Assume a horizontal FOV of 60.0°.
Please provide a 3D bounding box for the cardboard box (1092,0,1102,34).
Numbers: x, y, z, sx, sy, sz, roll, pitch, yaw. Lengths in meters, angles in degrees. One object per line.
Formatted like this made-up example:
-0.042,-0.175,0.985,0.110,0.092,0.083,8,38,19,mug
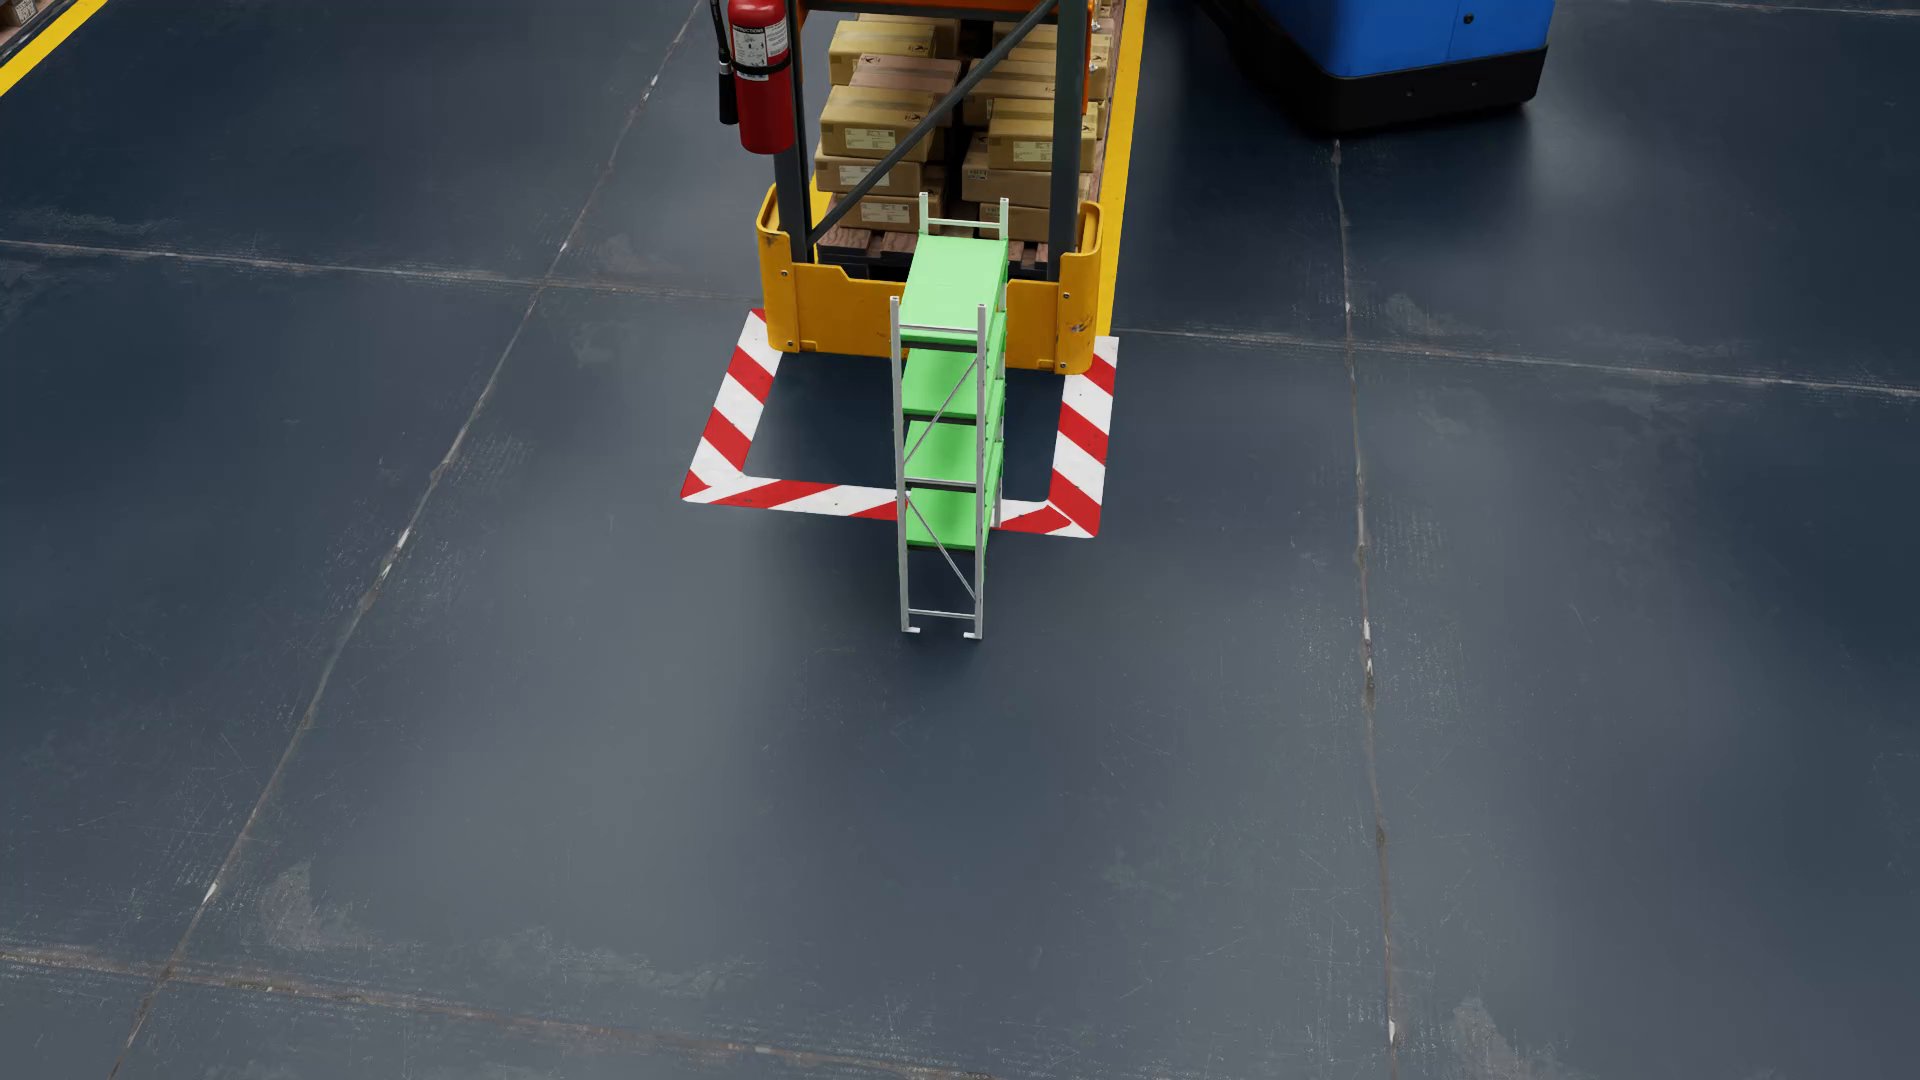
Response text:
0.371,-2.166,6.691,0.380,0.149,0.250,7,44,7,cardboard box

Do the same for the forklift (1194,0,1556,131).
1.573,-3.801,7.133,1.130,2.935,3.031,-12,45,-12,forklift

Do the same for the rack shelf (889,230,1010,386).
-0.022,-0.625,4.432,0.258,0.148,0.480,5,44,6,rack shelf

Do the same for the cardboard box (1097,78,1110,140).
0.399,-1.748,6.683,0.380,0.149,0.250,6,44,6,cardboard box

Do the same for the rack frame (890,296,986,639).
-0.054,-0.156,4.543,0.240,1.200,0.015,5,44,6,rack frame

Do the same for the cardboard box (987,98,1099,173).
0.297,-1.442,5.927,0.380,0.149,0.250,3,44,4,cardboard box

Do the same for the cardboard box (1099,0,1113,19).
0.468,-2.284,7.248,0.380,0.149,0.250,5,44,6,cardboard box

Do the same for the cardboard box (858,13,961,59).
-0.195,-2.025,6.542,0.380,0.149,0.250,4,44,4,cardboard box

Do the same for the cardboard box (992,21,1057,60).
0.325,-1.978,6.493,0.380,0.149,0.250,3,44,3,cardboard box

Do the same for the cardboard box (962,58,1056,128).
0.214,-1.641,6.137,0.380,0.149,0.250,6,44,6,cardboard box

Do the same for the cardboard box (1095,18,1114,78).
0.457,-2.093,7.046,0.380,0.149,0.250,3,44,3,cardboard box

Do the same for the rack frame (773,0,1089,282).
-0.109,-1.783,4.951,1.000,3.000,0.127,5,44,6,rack frame

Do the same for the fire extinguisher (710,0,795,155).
-0.600,-1.490,4.969,0.296,0.674,0.183,5,44,6,fire extinguisher

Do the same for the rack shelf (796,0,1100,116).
0.155,-2.885,6.638,1.077,0.370,4.000,5,44,6,rack shelf

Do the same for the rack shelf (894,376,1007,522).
-0.022,-0.276,4.762,0.258,0.148,0.480,5,44,6,rack shelf

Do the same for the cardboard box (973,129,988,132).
0.257,-1.584,6.509,0.380,0.149,0.250,6,44,6,cardboard box

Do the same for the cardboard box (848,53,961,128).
-0.201,-1.666,6.163,0.380,0.149,0.250,6,44,6,cardboard box

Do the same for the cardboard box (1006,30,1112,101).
0.374,-1.801,6.306,0.380,0.149,0.250,5,44,5,cardboard box

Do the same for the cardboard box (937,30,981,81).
-0.118,-1.922,6.650,0.380,0.149,0.250,5,44,5,cardboard box

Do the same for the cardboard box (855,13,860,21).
-0.215,-2.213,6.741,0.380,0.149,0.250,7,44,7,cardboard box

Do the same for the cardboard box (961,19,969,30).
-0.148,-2.275,7.023,0.380,0.149,0.250,7,44,8,cardboard box

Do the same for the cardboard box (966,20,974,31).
-0.145,-2.168,7.126,0.380,0.149,0.250,6,44,6,cardboard box

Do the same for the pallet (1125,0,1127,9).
0.366,-3.036,8.302,1.003,0.211,1.213,5,44,6,pallet

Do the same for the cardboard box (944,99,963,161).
-0.193,-1.635,6.563,0.380,0.149,0.250,5,44,5,cardboard box

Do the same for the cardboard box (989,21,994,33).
0.328,-2.241,6.987,0.380,0.149,0.250,7,44,8,cardboard box

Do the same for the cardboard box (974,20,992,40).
-0.038,-2.333,7.301,0.380,0.149,0.250,6,44,7,cardboard box

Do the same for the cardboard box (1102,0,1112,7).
0.451,-2.341,6.876,0.380,0.149,0.250,6,44,6,cardboard box

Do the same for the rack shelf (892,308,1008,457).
-0.022,-0.451,4.597,0.258,0.148,0.480,5,44,6,rack shelf

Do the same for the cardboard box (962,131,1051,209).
0.214,-1.342,6.037,0.380,0.149,0.250,7,44,7,cardboard box

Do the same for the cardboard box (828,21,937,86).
-0.292,-1.854,6.362,0.380,0.149,0.250,4,44,5,cardboard box

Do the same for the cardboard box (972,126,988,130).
0.251,-1.698,6.414,0.380,0.149,0.250,6,44,6,cardboard box

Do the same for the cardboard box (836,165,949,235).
-0.247,-1.278,6.186,0.380,0.149,0.250,6,44,6,cardboard box

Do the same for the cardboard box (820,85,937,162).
-0.291,-1.500,5.988,0.380,0.149,0.250,6,44,6,cardboard box

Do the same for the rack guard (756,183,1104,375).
-0.099,-0.927,5.865,1.175,0.500,0.348,5,44,6,rack guard

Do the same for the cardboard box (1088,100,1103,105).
0.393,-1.863,6.588,0.380,0.149,0.250,7,44,7,cardboard box

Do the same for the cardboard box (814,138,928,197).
-0.323,-1.394,6.092,0.380,0.149,0.250,4,44,4,cardboard box

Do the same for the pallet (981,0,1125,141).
0.207,-2.202,7.422,1.003,0.211,1.213,5,44,6,pallet

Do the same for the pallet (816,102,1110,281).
0.043,-1.373,6.546,1.003,0.211,1.213,5,44,6,pallet

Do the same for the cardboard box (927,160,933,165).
-0.313,-1.462,6.381,0.380,0.149,0.250,6,44,7,cardboard box

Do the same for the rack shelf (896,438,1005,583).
-0.022,-0.102,4.927,0.258,0.148,0.480,5,44,6,rack shelf

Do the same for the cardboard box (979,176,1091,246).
0.277,-1.228,6.134,0.380,0.149,0.250,6,44,6,cardboard box

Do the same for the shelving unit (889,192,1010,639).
-0.022,-0.323,4.718,0.258,1.200,0.503,5,44,6,shelving unit

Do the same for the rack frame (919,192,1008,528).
0.010,-0.489,4.894,0.240,1.200,0.015,5,44,6,rack frame

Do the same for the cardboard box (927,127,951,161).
-0.235,-1.567,6.275,0.380,0.149,0.250,4,44,5,cardboard box
